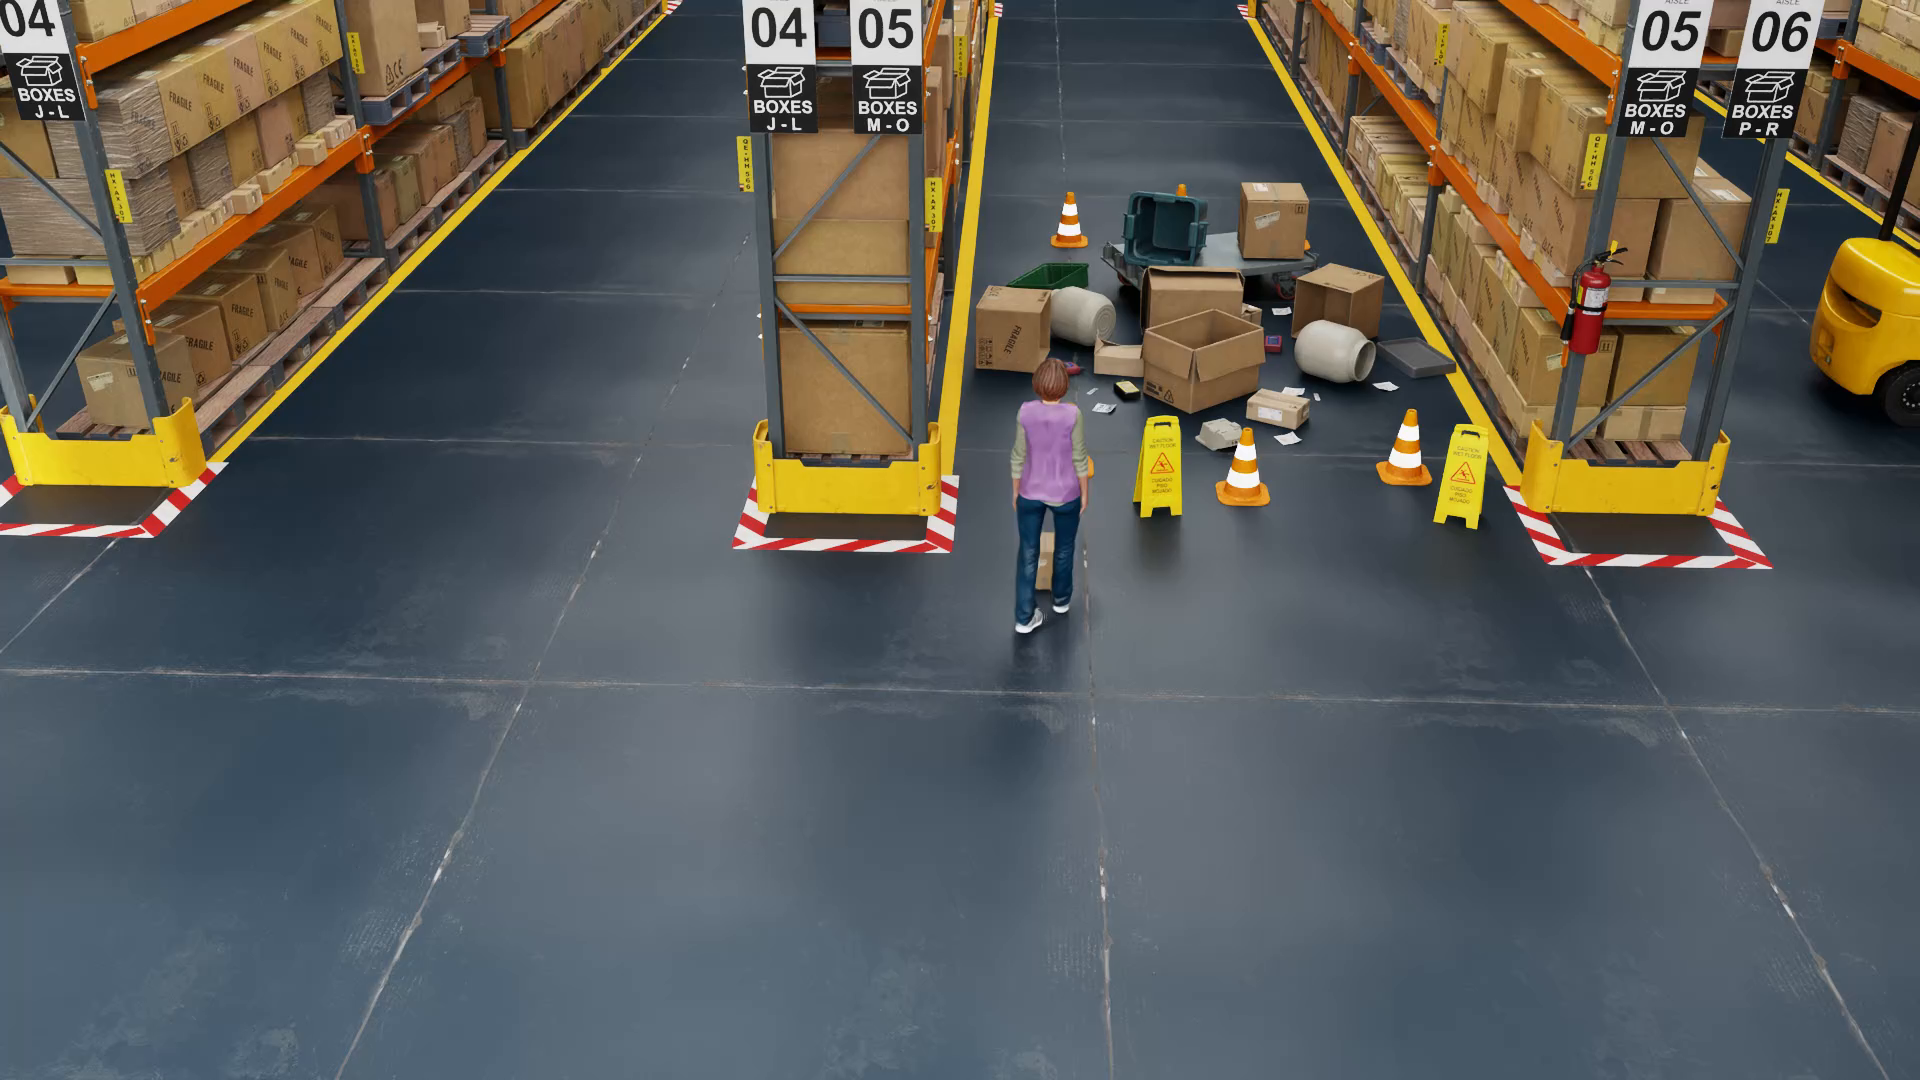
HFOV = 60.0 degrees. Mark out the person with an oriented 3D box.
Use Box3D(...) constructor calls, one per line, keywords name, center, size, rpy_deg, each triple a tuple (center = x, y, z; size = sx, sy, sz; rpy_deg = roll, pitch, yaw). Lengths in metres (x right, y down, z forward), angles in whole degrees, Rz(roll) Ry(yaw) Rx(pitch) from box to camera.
Box3D(name="person", center=(0.495, -0.266, 9.113), size=(0.428, 1.603, 0.597), rpy_deg=(6, 29, 10))
